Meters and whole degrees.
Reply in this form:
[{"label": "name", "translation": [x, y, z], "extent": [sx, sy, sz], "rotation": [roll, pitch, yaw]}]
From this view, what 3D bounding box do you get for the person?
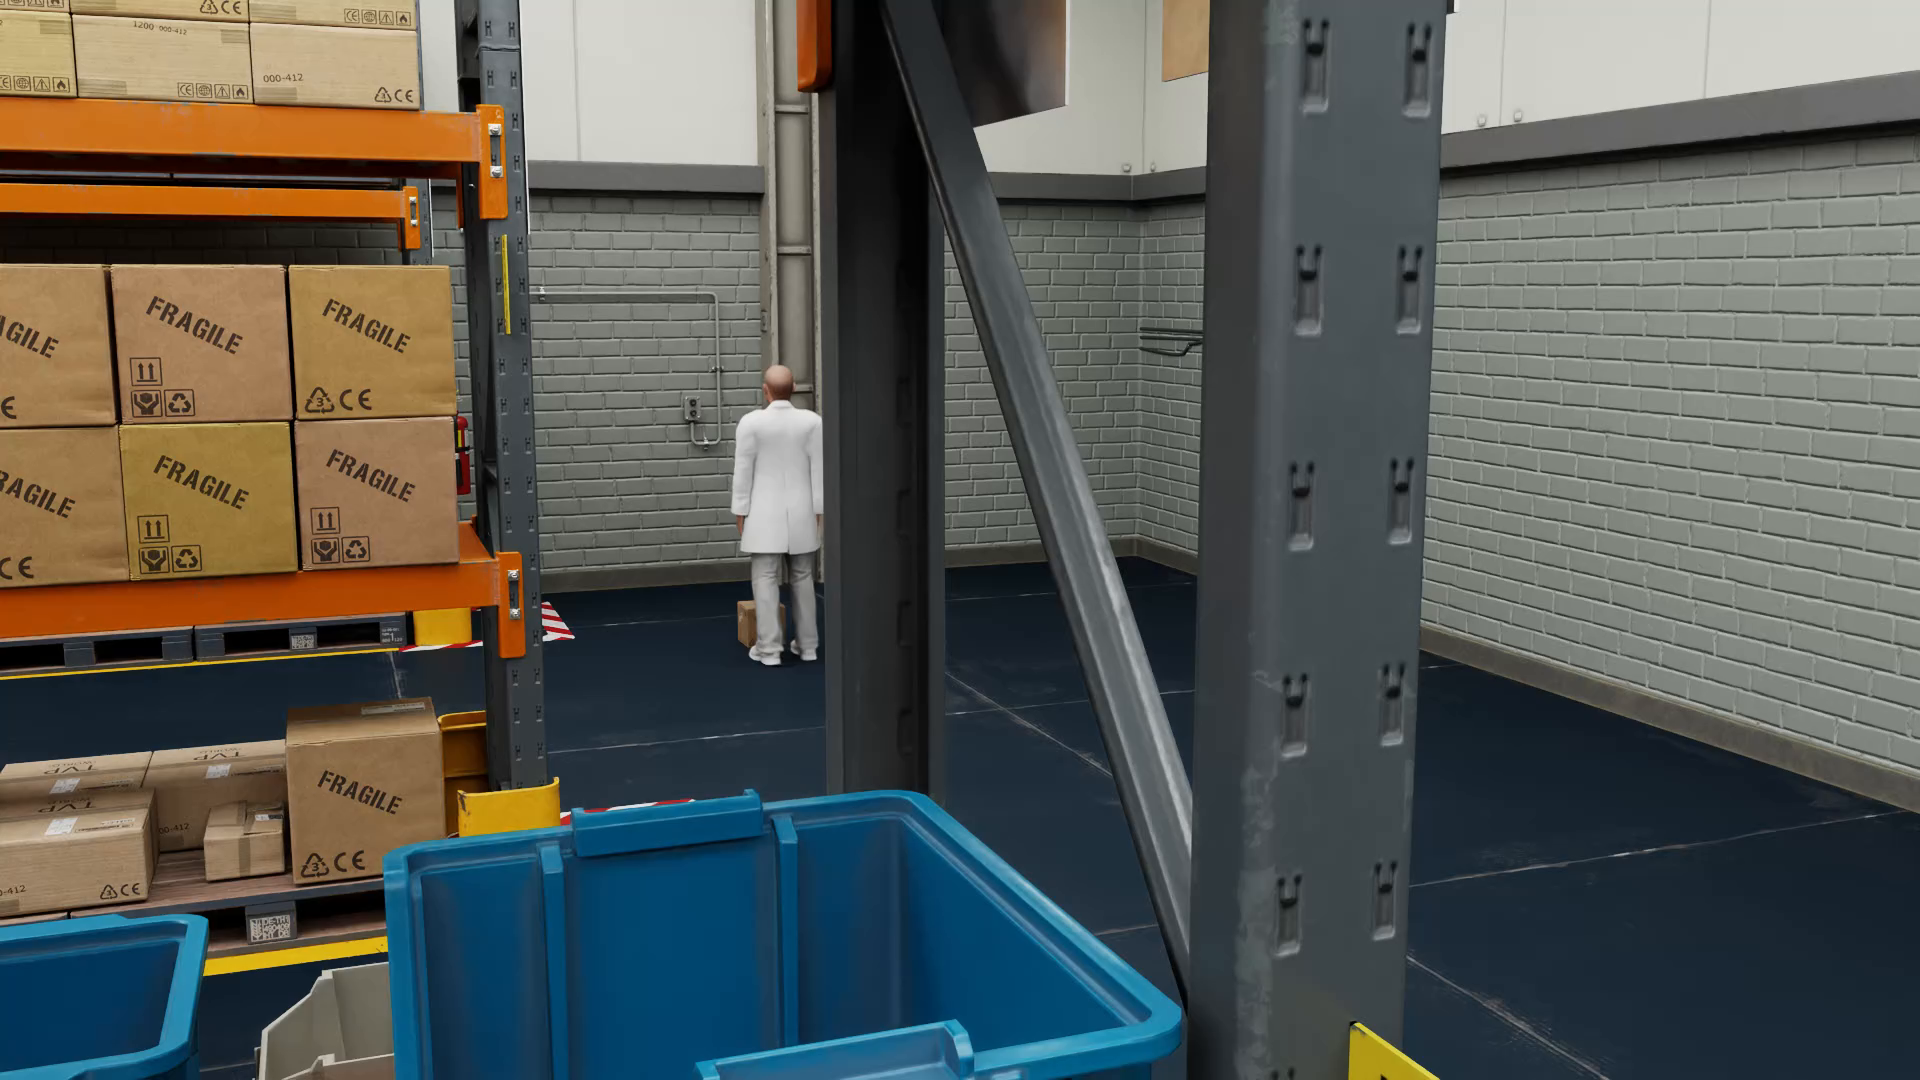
[{"label": "person", "translation": [-1.088, -0.156, 9.928], "extent": [0.564, 1.777, 0.422], "rotation": [-3, 9, -20]}]
